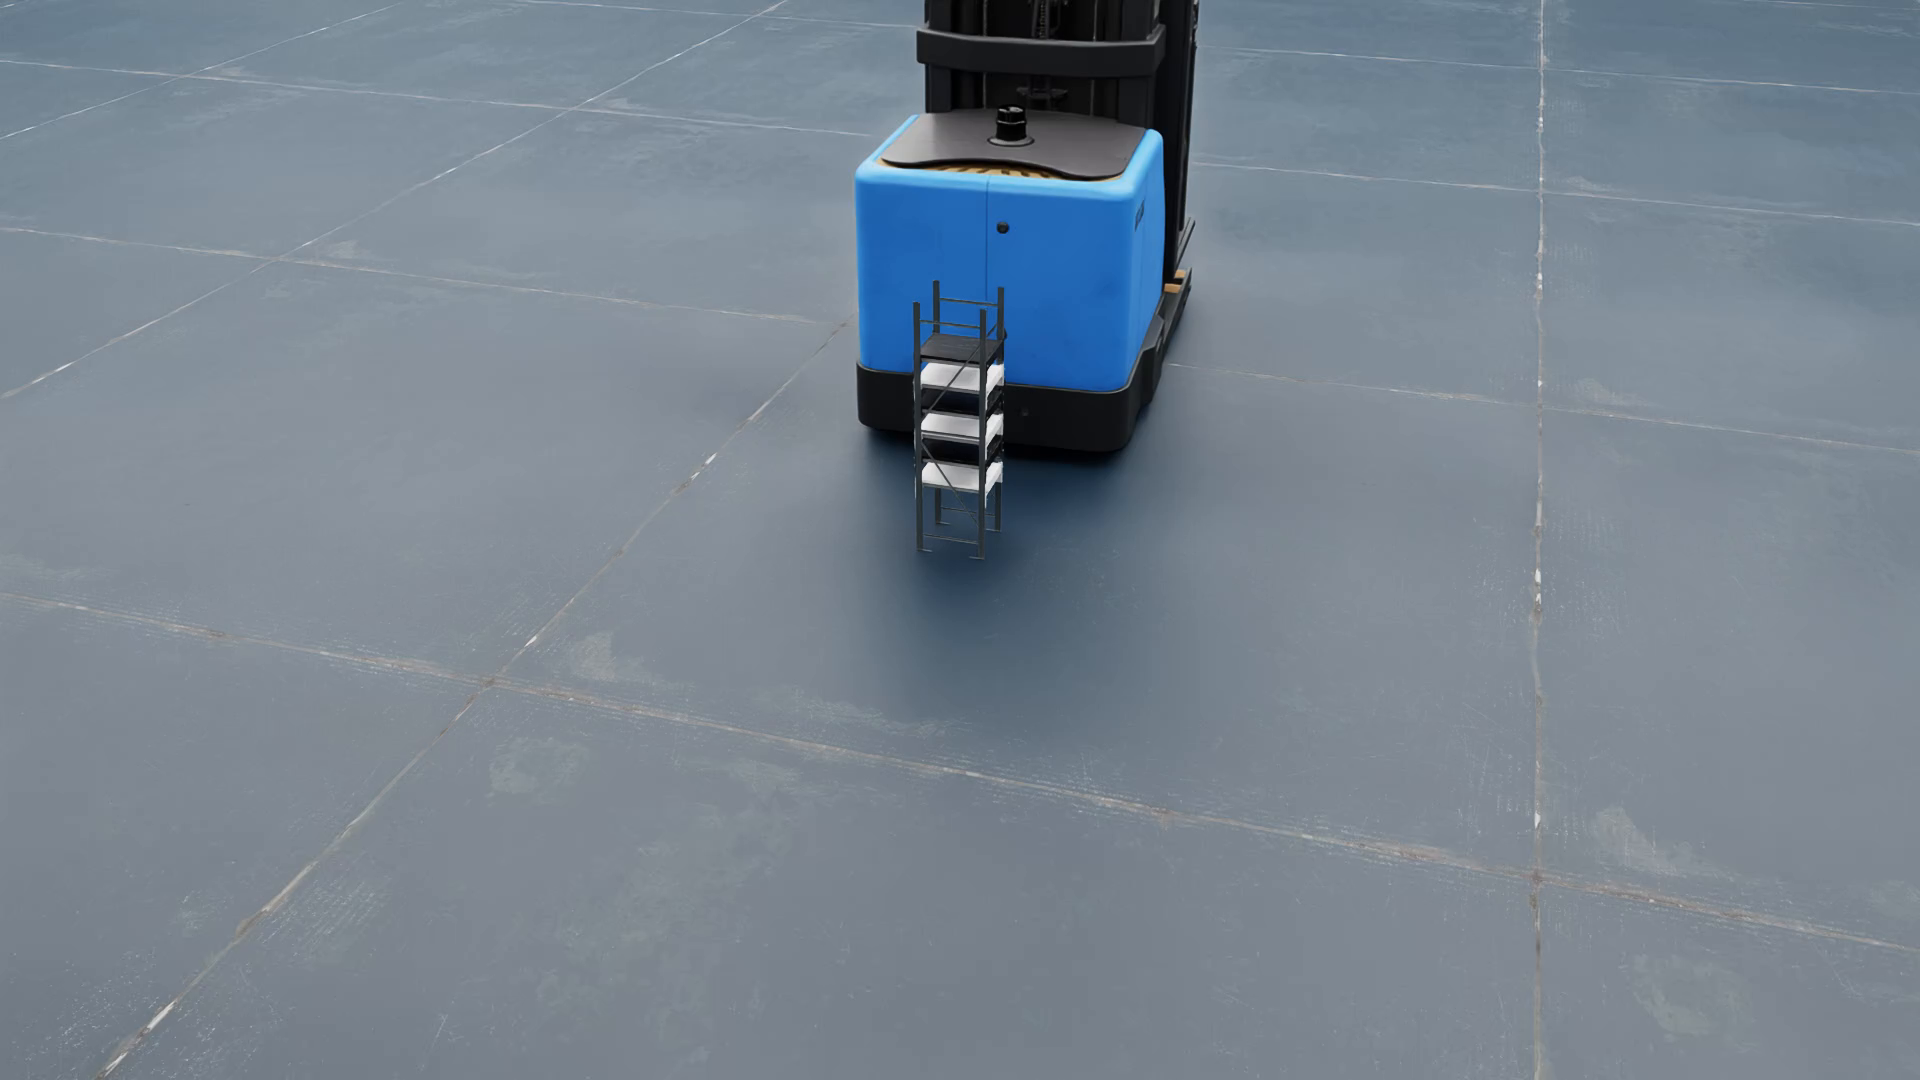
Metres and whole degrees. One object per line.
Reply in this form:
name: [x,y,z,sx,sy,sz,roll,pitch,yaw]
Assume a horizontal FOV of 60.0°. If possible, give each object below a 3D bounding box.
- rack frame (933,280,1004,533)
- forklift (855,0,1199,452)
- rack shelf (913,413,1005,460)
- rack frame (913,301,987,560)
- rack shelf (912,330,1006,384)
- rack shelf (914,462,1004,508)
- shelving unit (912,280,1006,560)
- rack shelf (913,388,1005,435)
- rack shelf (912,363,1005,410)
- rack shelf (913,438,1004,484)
rack frame: [0.027,-0.437,5.609,0.240,0.900,0.006,8,30,15]
forklift: [0.453,-2.310,6.887,1.130,2.935,3.031,7,30,12]
rack shelf: [-0.002,-0.360,5.541,0.258,0.077,0.200,8,30,15]
rack frame: [-0.032,-0.342,5.440,0.240,0.900,0.006,8,30,15]
rack shelf: [-0.002,-0.596,5.409,0.258,0.077,0.200,8,30,15]
rack shelf: [-0.002,-0.203,5.628,0.258,0.077,0.200,8,30,15]
shelving unit: [-0.002,-0.389,5.524,0.258,0.900,0.210,8,30,15]
rack shelf: [-0.002,-0.439,5.497,0.258,0.077,0.200,8,30,15]
rack shelf: [-0.002,-0.518,5.453,0.258,0.077,0.200,8,30,15]
rack shelf: [-0.002,-0.282,5.584,0.258,0.077,0.200,8,30,15]
